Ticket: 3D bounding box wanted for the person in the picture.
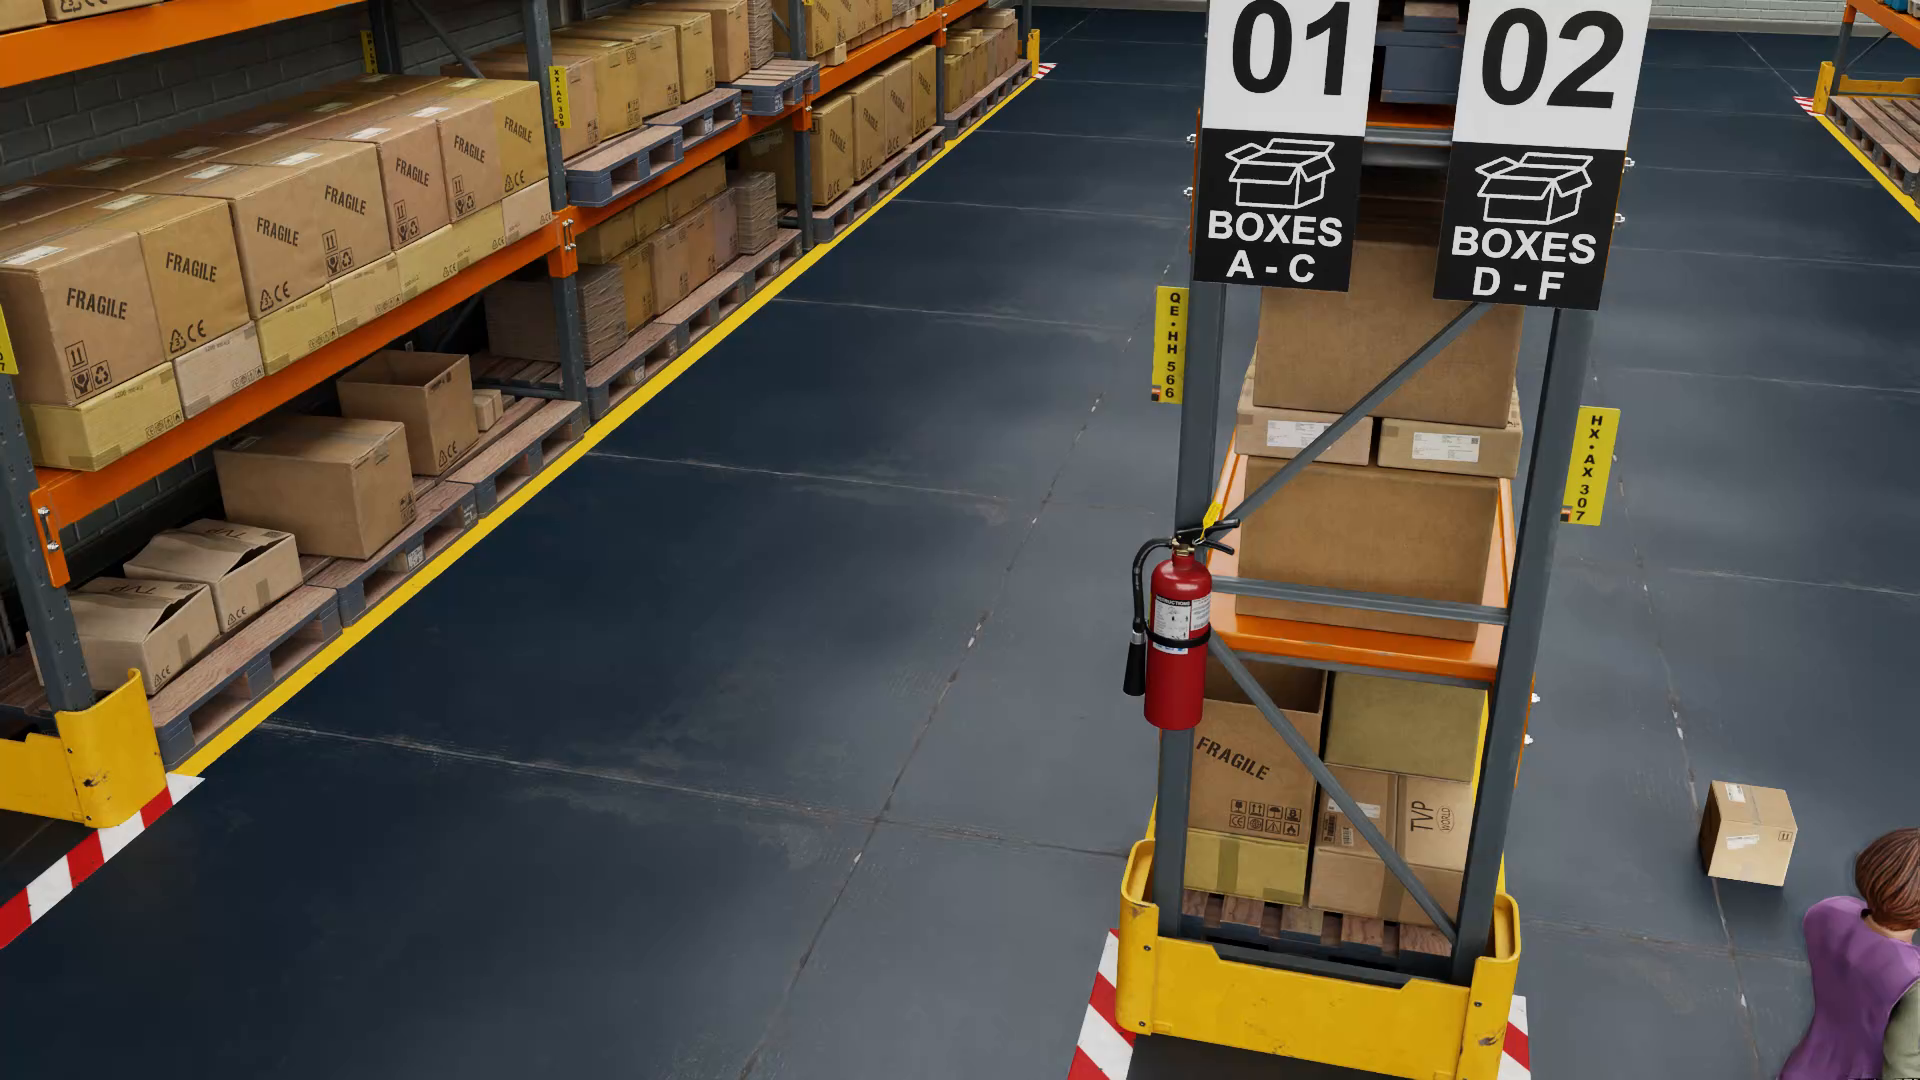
[{"bbox_3d":[2.129,1.344,3.805,0.831,1.557,0.487,-7,27,-14],"label":"person"}]
